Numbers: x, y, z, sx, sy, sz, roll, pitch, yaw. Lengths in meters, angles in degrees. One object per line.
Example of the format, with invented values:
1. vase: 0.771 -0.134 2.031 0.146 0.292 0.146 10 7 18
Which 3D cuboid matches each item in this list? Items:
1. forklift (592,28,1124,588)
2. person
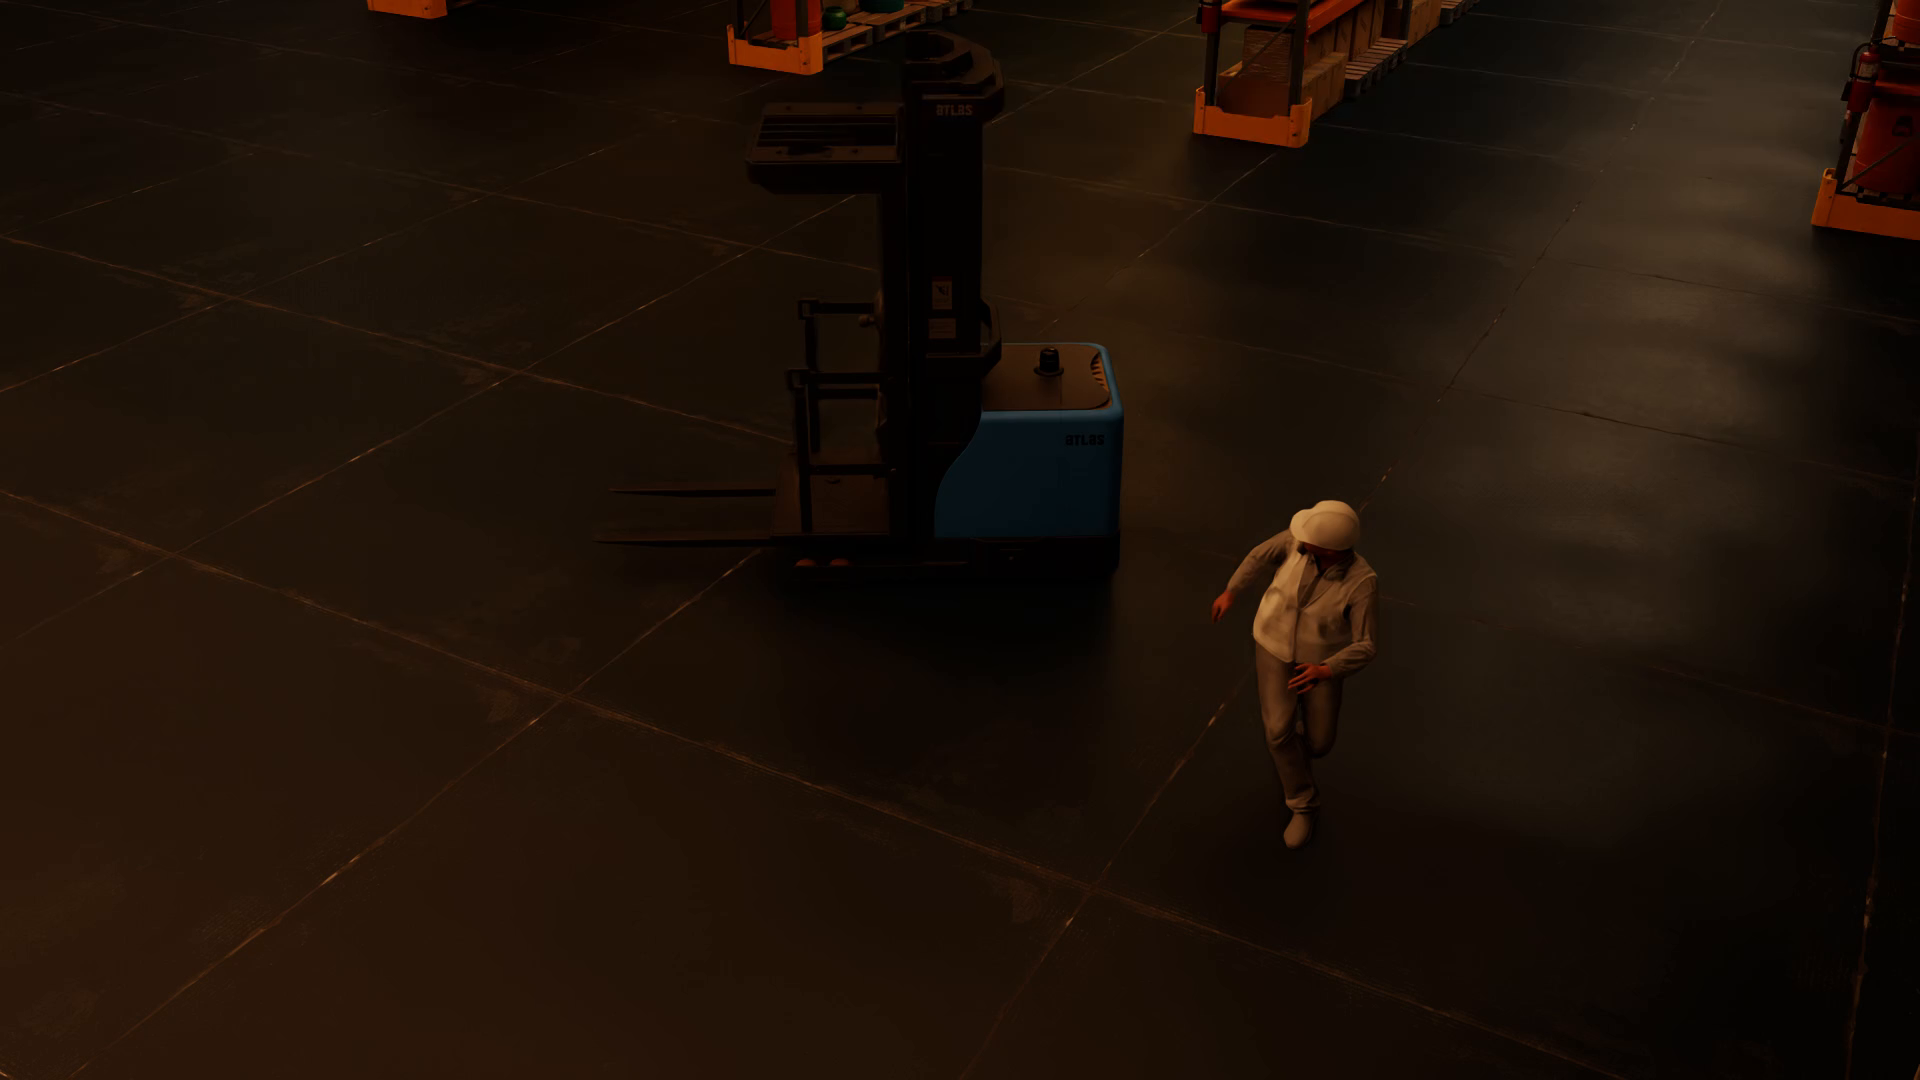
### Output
1. forklift: -0.610 -1.261 9.256 3.031 2.935 1.130 -1 30 -1
2. person: 1.469 0.526 7.480 0.788 1.648 0.797 10 31 16
